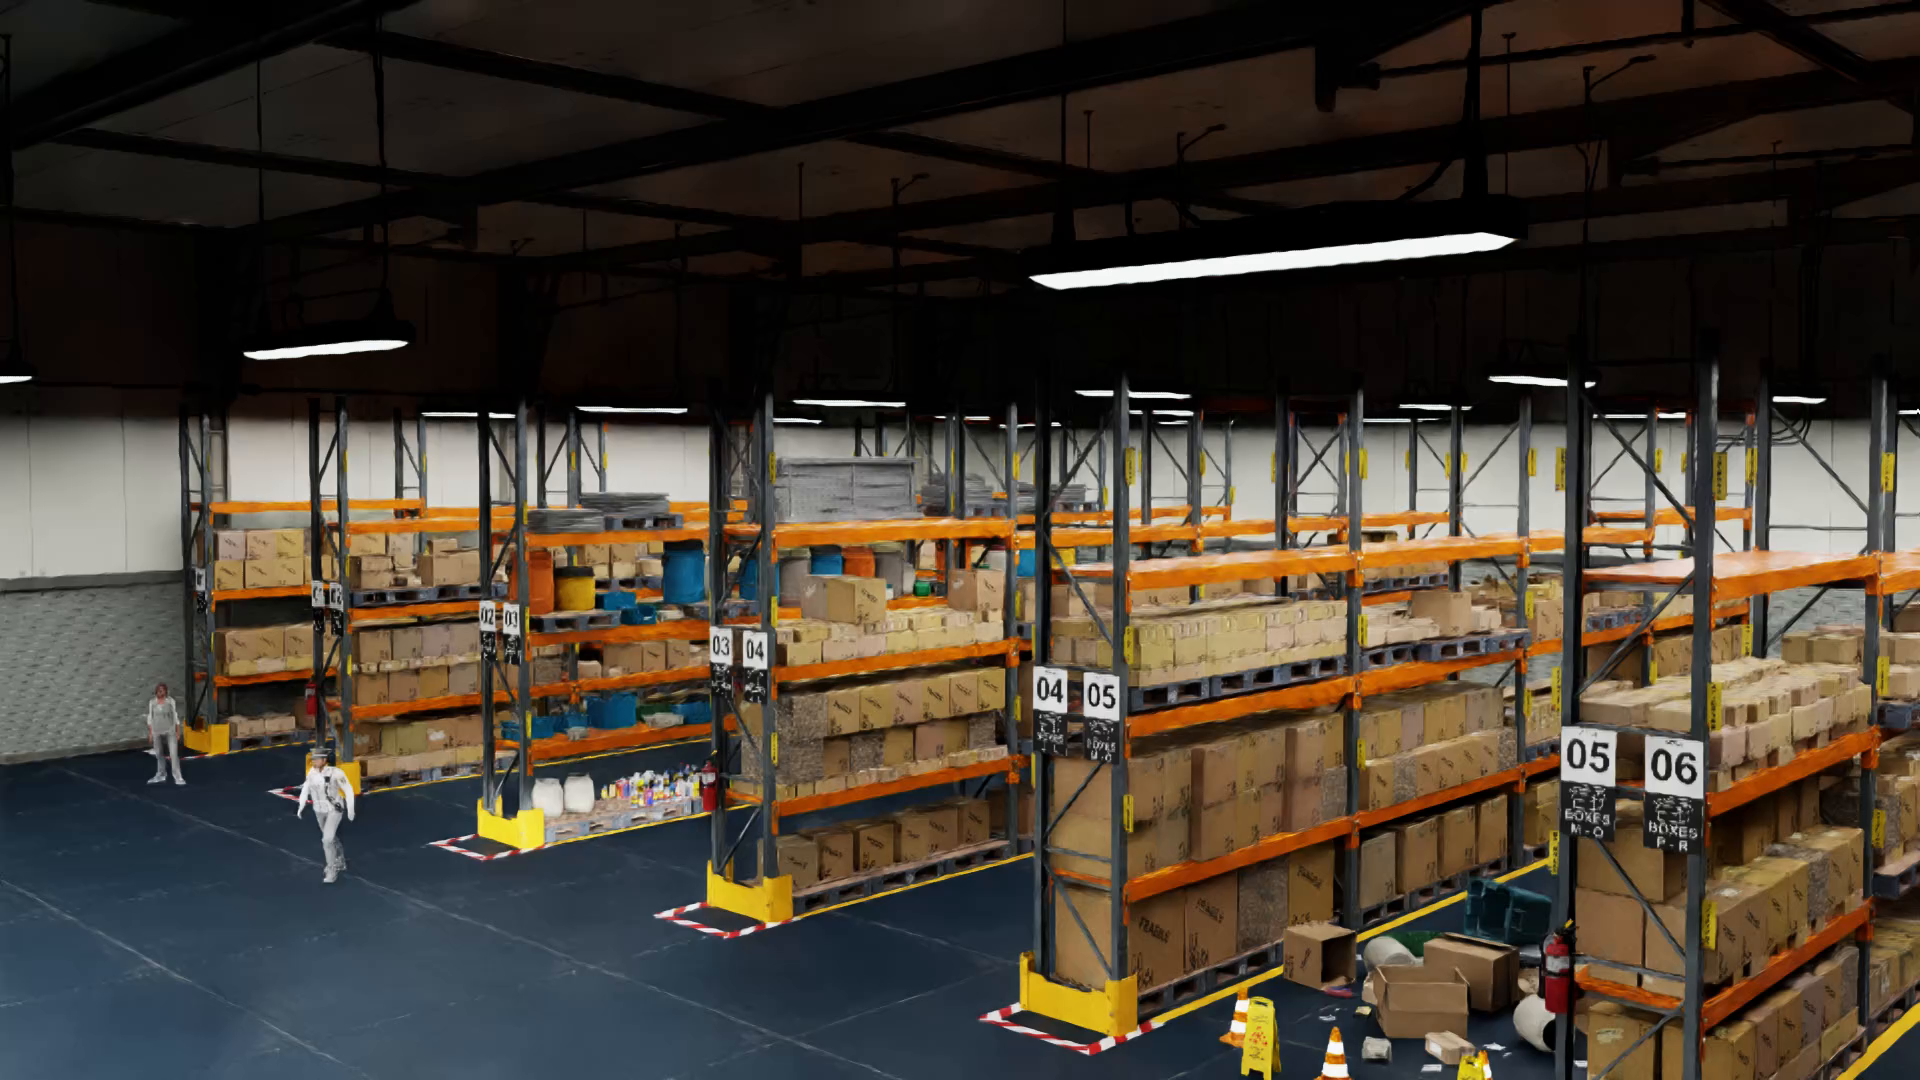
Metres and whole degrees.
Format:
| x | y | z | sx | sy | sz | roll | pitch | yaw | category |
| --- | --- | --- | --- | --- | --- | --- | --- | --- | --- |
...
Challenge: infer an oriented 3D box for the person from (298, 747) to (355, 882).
| x | y | z | sx | sy | sz | roll | pitch | yaw | category |
| --- | --- | --- | --- | --- | --- | --- | --- | --- | --- |
| -7.657 | 3.288 | 20.171 | 0.630 | 1.618 | 0.758 | 1 | 3 | 22 | person |

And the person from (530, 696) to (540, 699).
| x | y | z | sx | sy | sz | roll | pitch | yaw | category |
| --- | --- | --- | --- | --- | --- | --- | --- | --- | --- |
| -7.683 | 2.785 | 29.851 | 0.639 | 1.632 | 0.505 | 3 | 4 | 42 | person |

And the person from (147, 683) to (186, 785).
| x | y | z | sx | sy | sz | roll | pitch | yaw | category |
| --- | --- | --- | --- | --- | --- | --- | --- | --- | --- |
| -12.329 | 2.998 | 25.822 | 0.639 | 1.588 | 0.524 | -1 | 3 | -11 | person |
